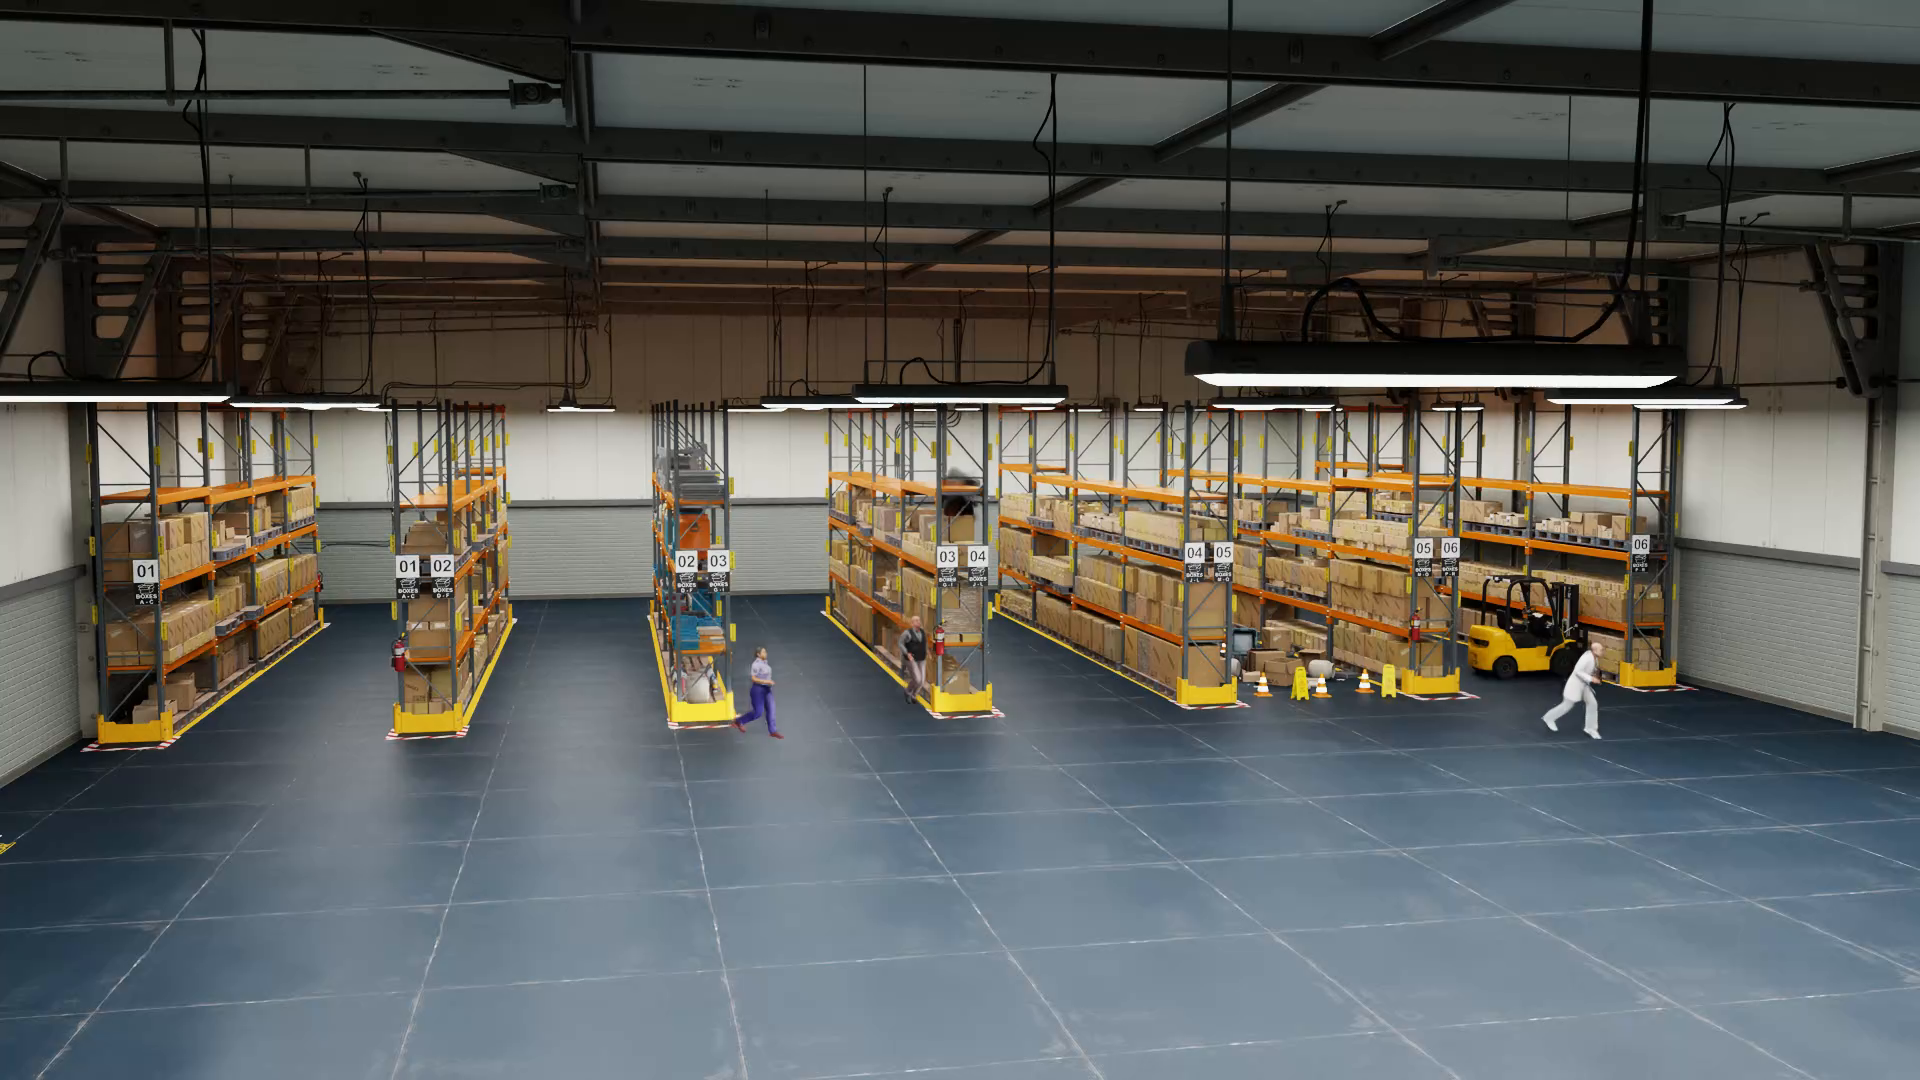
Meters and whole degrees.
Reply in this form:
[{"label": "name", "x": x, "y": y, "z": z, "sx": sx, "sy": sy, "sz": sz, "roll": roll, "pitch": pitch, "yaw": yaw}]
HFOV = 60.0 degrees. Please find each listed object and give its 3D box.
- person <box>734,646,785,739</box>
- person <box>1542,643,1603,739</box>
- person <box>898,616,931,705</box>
[{"label": "person", "x": -3.538, "y": 2.700, "z": 29.364, "sx": 0.918, "sy": 1.633, "sz": 0.610, "roll": 1, "pitch": 4, "yaw": 15}, {"label": "person", "x": 10.951, "y": 2.662, "z": 29.678, "sx": 1.083, "sy": 1.742, "sz": 0.754, "roll": 3, "pitch": 5, "yaw": 37}, {"label": "person", "x": -0.824, "y": 2.266, "z": 31.215, "sx": 0.638, "sy": 1.673, "sz": 0.525, "roll": -3, "pitch": 5, "yaw": -37}]
